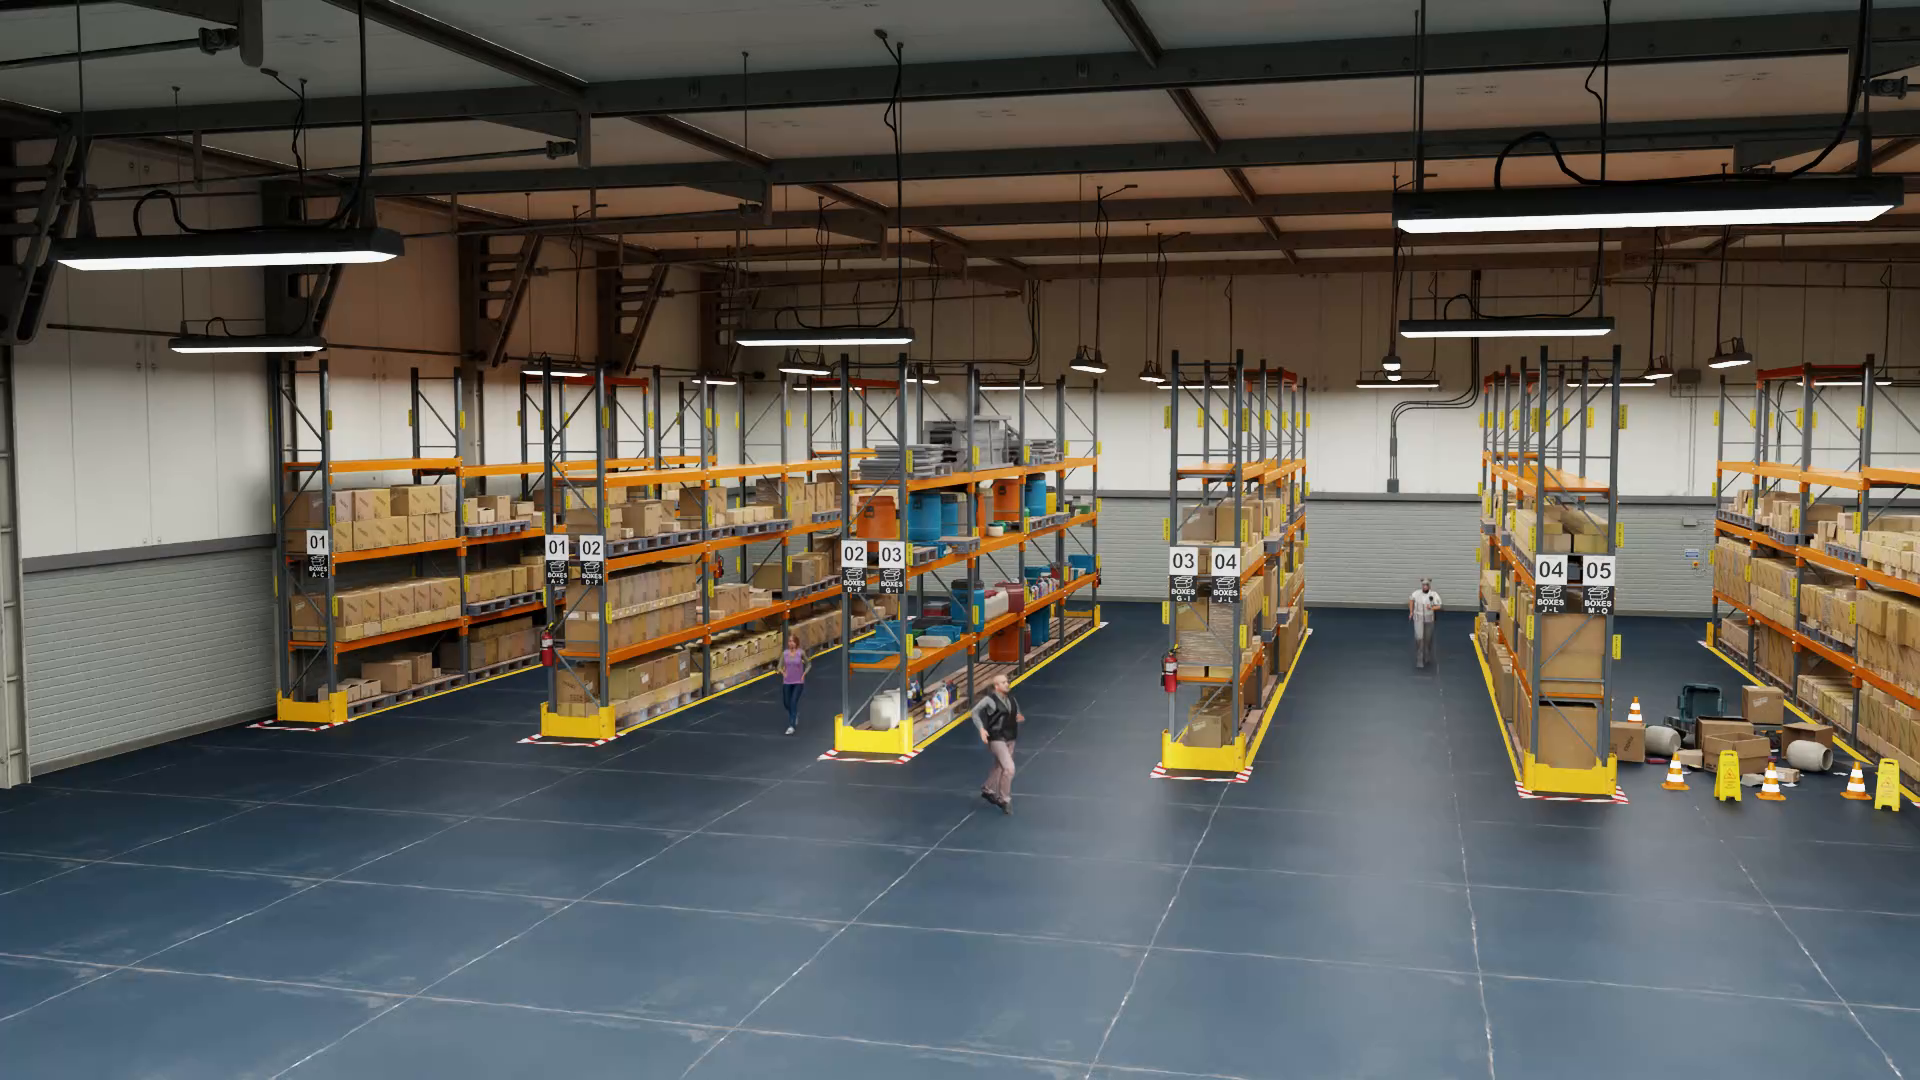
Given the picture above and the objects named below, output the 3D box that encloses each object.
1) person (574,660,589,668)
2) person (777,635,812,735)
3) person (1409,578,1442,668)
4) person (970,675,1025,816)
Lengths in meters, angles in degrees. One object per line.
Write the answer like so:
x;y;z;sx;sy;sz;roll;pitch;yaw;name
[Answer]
-7.049;1.912;31.221;0.593;1.660;0.616;0;4;4;person
-2.665;2.304;26.709;0.544;1.566;0.675;1;4;10;person
9.502;1.673;33.972;0.634;1.837;0.892;1;4;15;person
0.523;2.614;21.294;0.767;1.782;0.625;4;6;42;person
